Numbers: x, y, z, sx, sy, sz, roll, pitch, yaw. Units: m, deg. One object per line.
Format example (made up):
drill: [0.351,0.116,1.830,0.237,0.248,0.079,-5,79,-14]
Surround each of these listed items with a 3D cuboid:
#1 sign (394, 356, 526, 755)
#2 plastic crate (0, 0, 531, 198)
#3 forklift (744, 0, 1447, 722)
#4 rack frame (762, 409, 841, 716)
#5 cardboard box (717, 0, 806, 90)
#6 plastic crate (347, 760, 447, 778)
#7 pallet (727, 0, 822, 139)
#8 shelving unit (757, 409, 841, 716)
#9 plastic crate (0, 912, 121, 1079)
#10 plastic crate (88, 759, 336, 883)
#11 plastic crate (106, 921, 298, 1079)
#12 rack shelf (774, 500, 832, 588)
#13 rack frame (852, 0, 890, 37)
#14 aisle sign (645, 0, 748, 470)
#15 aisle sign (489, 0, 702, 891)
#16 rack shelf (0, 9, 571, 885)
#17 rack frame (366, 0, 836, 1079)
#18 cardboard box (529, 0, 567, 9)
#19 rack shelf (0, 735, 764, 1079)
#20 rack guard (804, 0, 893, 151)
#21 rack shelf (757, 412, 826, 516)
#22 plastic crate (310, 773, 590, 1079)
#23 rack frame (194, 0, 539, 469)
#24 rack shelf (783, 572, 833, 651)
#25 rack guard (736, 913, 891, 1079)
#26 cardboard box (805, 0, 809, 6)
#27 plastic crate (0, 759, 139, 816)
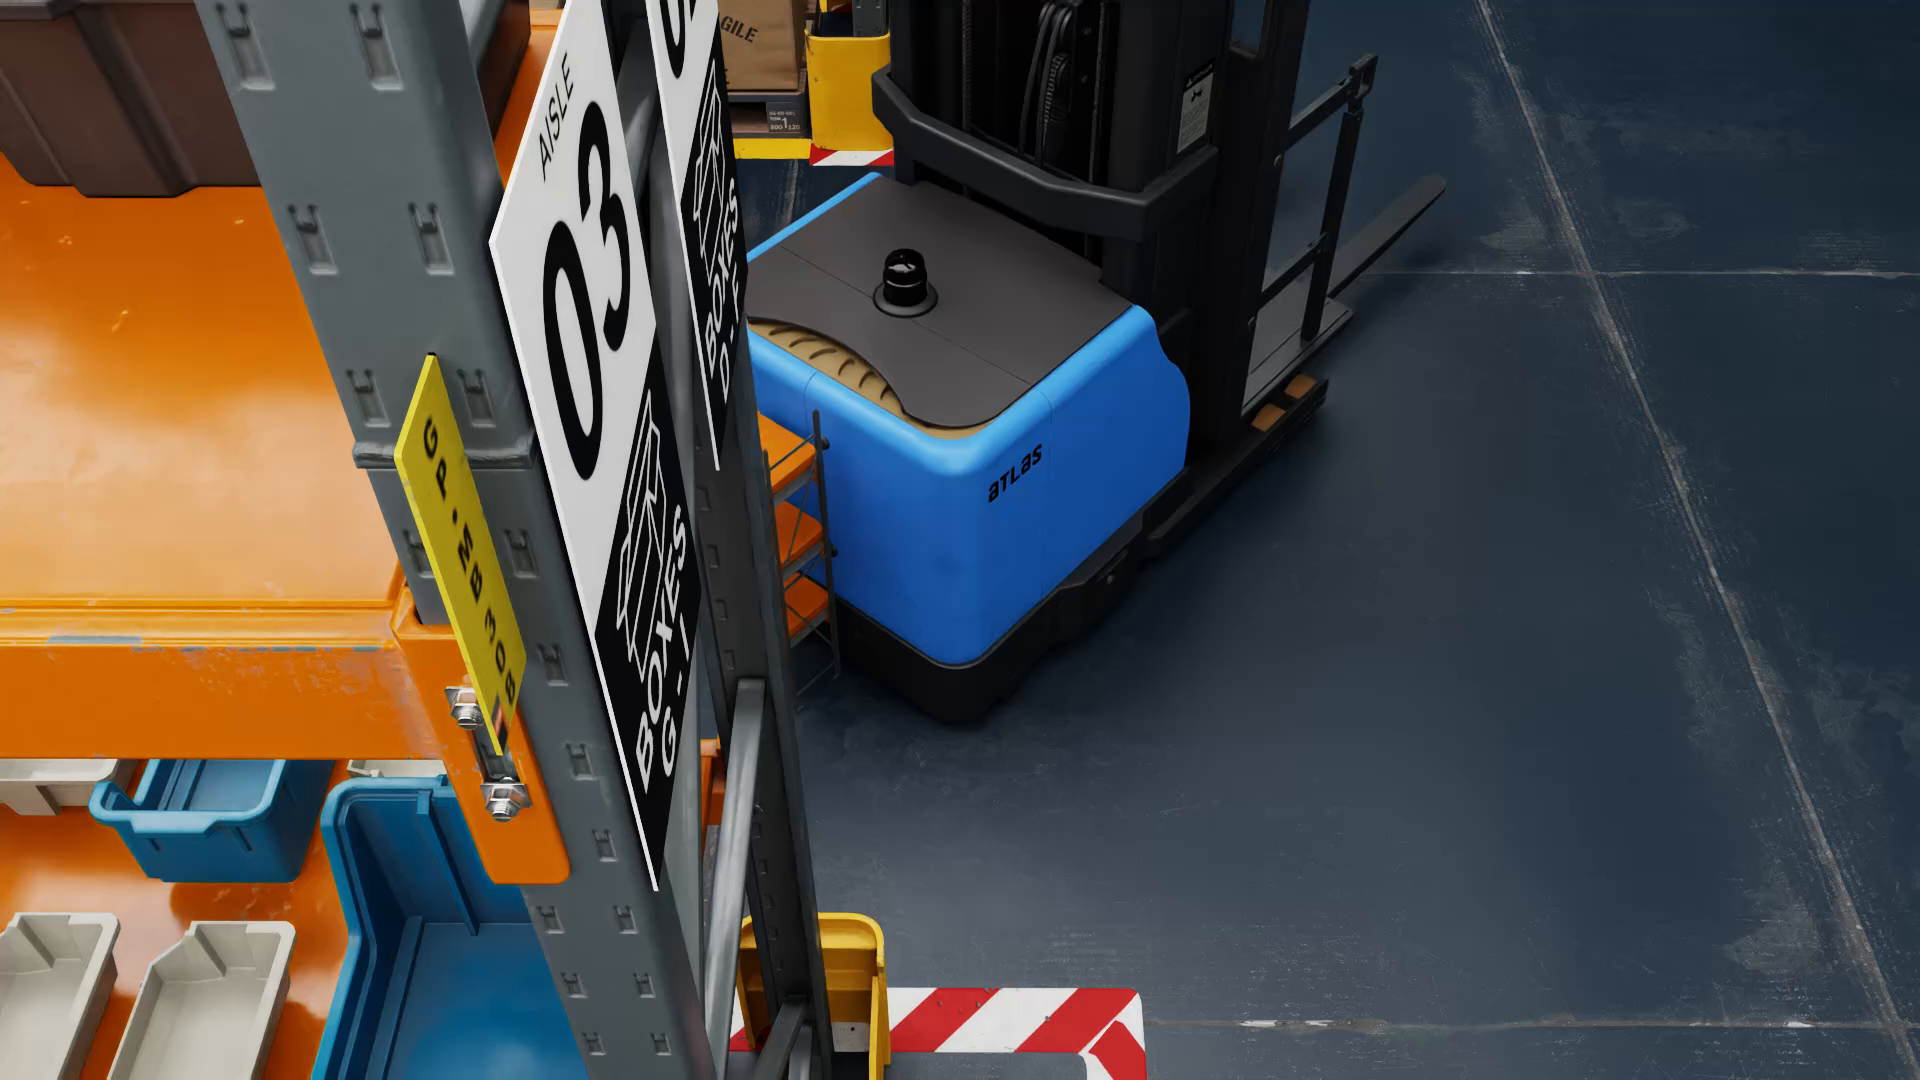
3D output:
sign: [-0.356,0.021,1.203,0.005,0.325,0.100,0,47,0]
plastic crate: [-0.754,-0.578,1.779,0.590,0.269,0.497,0,47,0]
forklift: [0.581,-1.499,4.643,1.130,2.935,3.031,32,55,26]
rack frame: [-0.415,0.091,4.448,0.008,1.050,0.200,31,54,26]
cardboard box: [-0.892,-2.140,6.600,0.500,0.500,0.500,0,47,0]
plastic crate: [-0.936,0.371,2.994,0.298,0.136,0.250,0,47,0]
pallet: [-1.221,-2.072,7.035,1.213,0.211,1.003,0,47,0]
shelving unit: [-0.510,0.034,4.501,0.252,1.050,0.215,31,54,26]
plastic crate: [-1.476,0.793,2.602,0.243,0.136,0.396,0,47,0]
plastic crate: [-1.274,0.398,2.904,0.300,0.233,0.416,0,47,0]
plastic crate: [-1.186,0.805,2.591,0.243,0.136,0.396,0,47,0]
rack shelf: [-0.510,0.041,4.509,0.240,0.259,0.215,31,54,26]
rack frame: [-0.348,-3.021,6.013,0.127,3.000,1.000,0,47,0]
aisle sign: [-0.297,-0.498,1.888,0.004,0.787,0.394,0,47,0]
aisle sign: [-0.299,-0.066,1.486,0.004,0.787,0.394,0,47,0]
rack shelf: [-2.370,-0.177,1.808,4.000,0.370,1.077,0,47,0]
rack frame: [-0.370,0.605,2.638,0.127,3.000,1.000,0,47,0]
cardboard box: [-1.842,-2.080,6.714,0.500,0.250,0.500,0,47,0]
rack shelf: [-2.370,0.845,2.906,4.000,0.370,1.077,0,47,0]
rack guard: [-0.424,-2.169,6.928,0.348,0.500,1.175,0,47,0]
rack shelf: [-0.510,-0.152,4.301,0.240,0.259,0.215,31,54,26]
plastic crate: [-0.705,0.708,2.476,0.499,0.435,0.616,0,47,0]
rack frame: [-0.370,-1.439,0.442,0.127,3.000,1.000,0,47,0]
rack shelf: [-0.510,0.231,4.712,0.240,0.259,0.215,31,54,26]
rack guard: [-0.346,1.447,3.562,0.348,0.500,1.175,0,47,0]
cardboard box: [-0.765,-2.452,7.130,0.250,0.149,0.380,0,47,0]
plastic crate: [-1.614,0.369,2.996,0.298,0.136,0.250,0,47,0]
